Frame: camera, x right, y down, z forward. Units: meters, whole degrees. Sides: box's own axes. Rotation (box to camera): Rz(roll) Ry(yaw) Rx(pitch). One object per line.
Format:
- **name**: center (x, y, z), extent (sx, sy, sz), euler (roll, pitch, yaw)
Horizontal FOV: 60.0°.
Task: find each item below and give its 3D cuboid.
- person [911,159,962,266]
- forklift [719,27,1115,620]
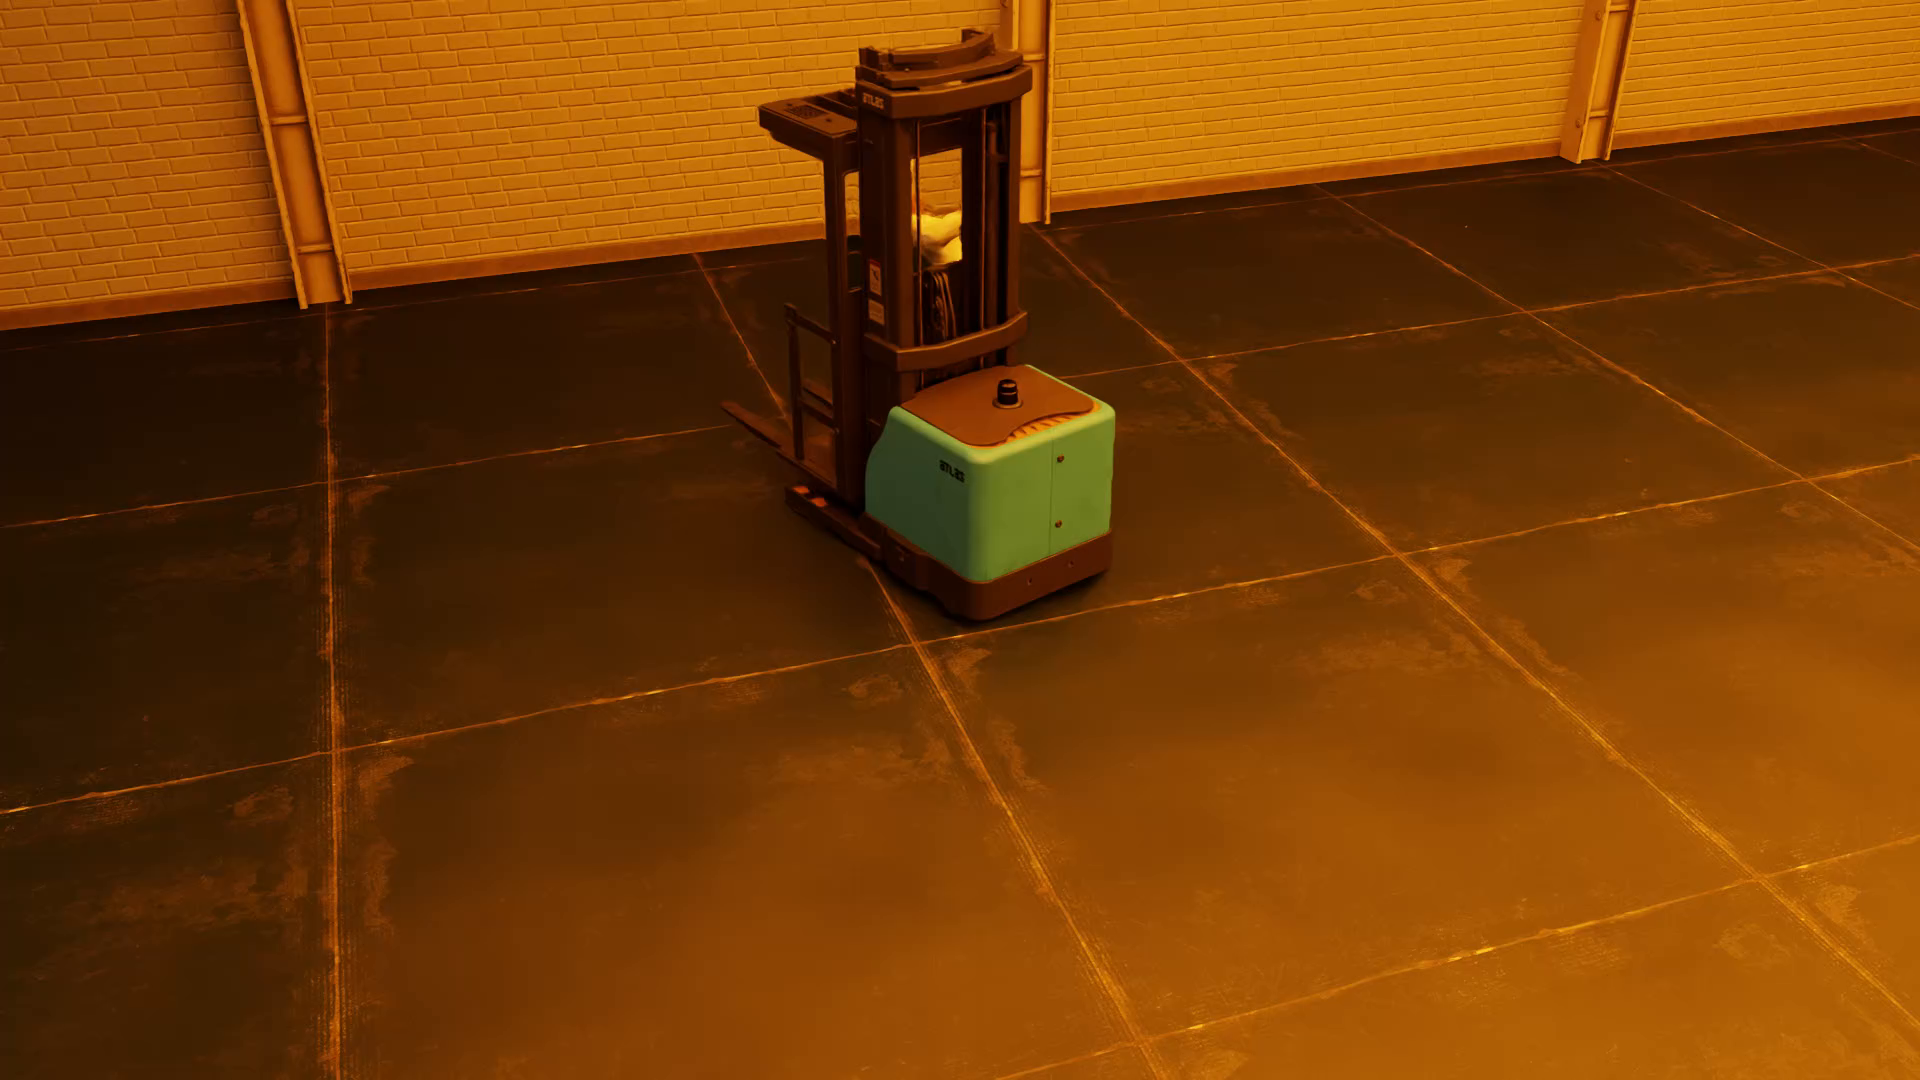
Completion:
- **person**: center (-0.108, -1.949, 11.615), extent (0.804, 1.732, 1.087), euler (-11, 32, -18)
- **forklift**: center (-0.427, -1.501, 9.696), extent (1.130, 2.935, 3.031), euler (-21, 36, -32)
